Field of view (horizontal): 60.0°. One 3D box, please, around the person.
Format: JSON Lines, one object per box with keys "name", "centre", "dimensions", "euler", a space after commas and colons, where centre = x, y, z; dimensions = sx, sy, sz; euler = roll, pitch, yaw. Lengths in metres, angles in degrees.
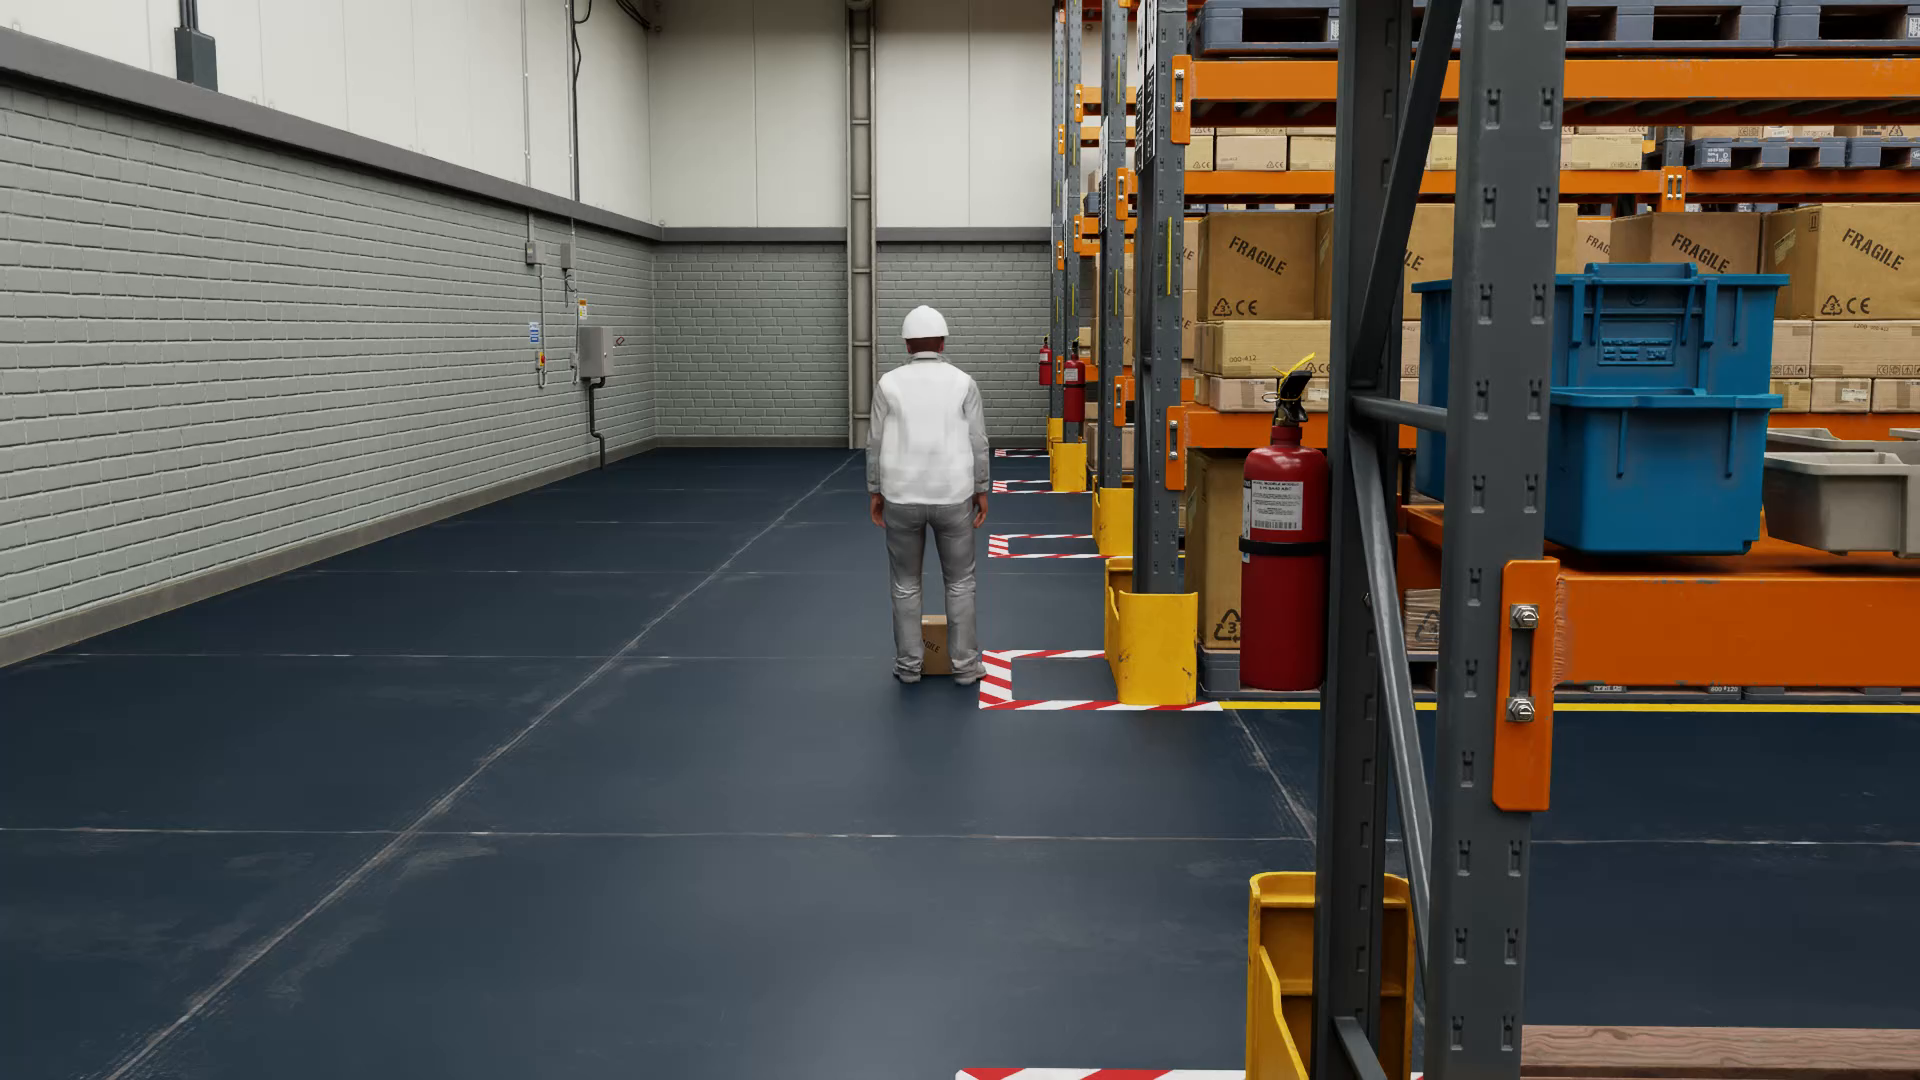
{"name": "person", "centre": [-0.149, -0.209, 7.818], "dimensions": [0.580, 1.772, 0.461], "euler": [0, 7, 1]}
